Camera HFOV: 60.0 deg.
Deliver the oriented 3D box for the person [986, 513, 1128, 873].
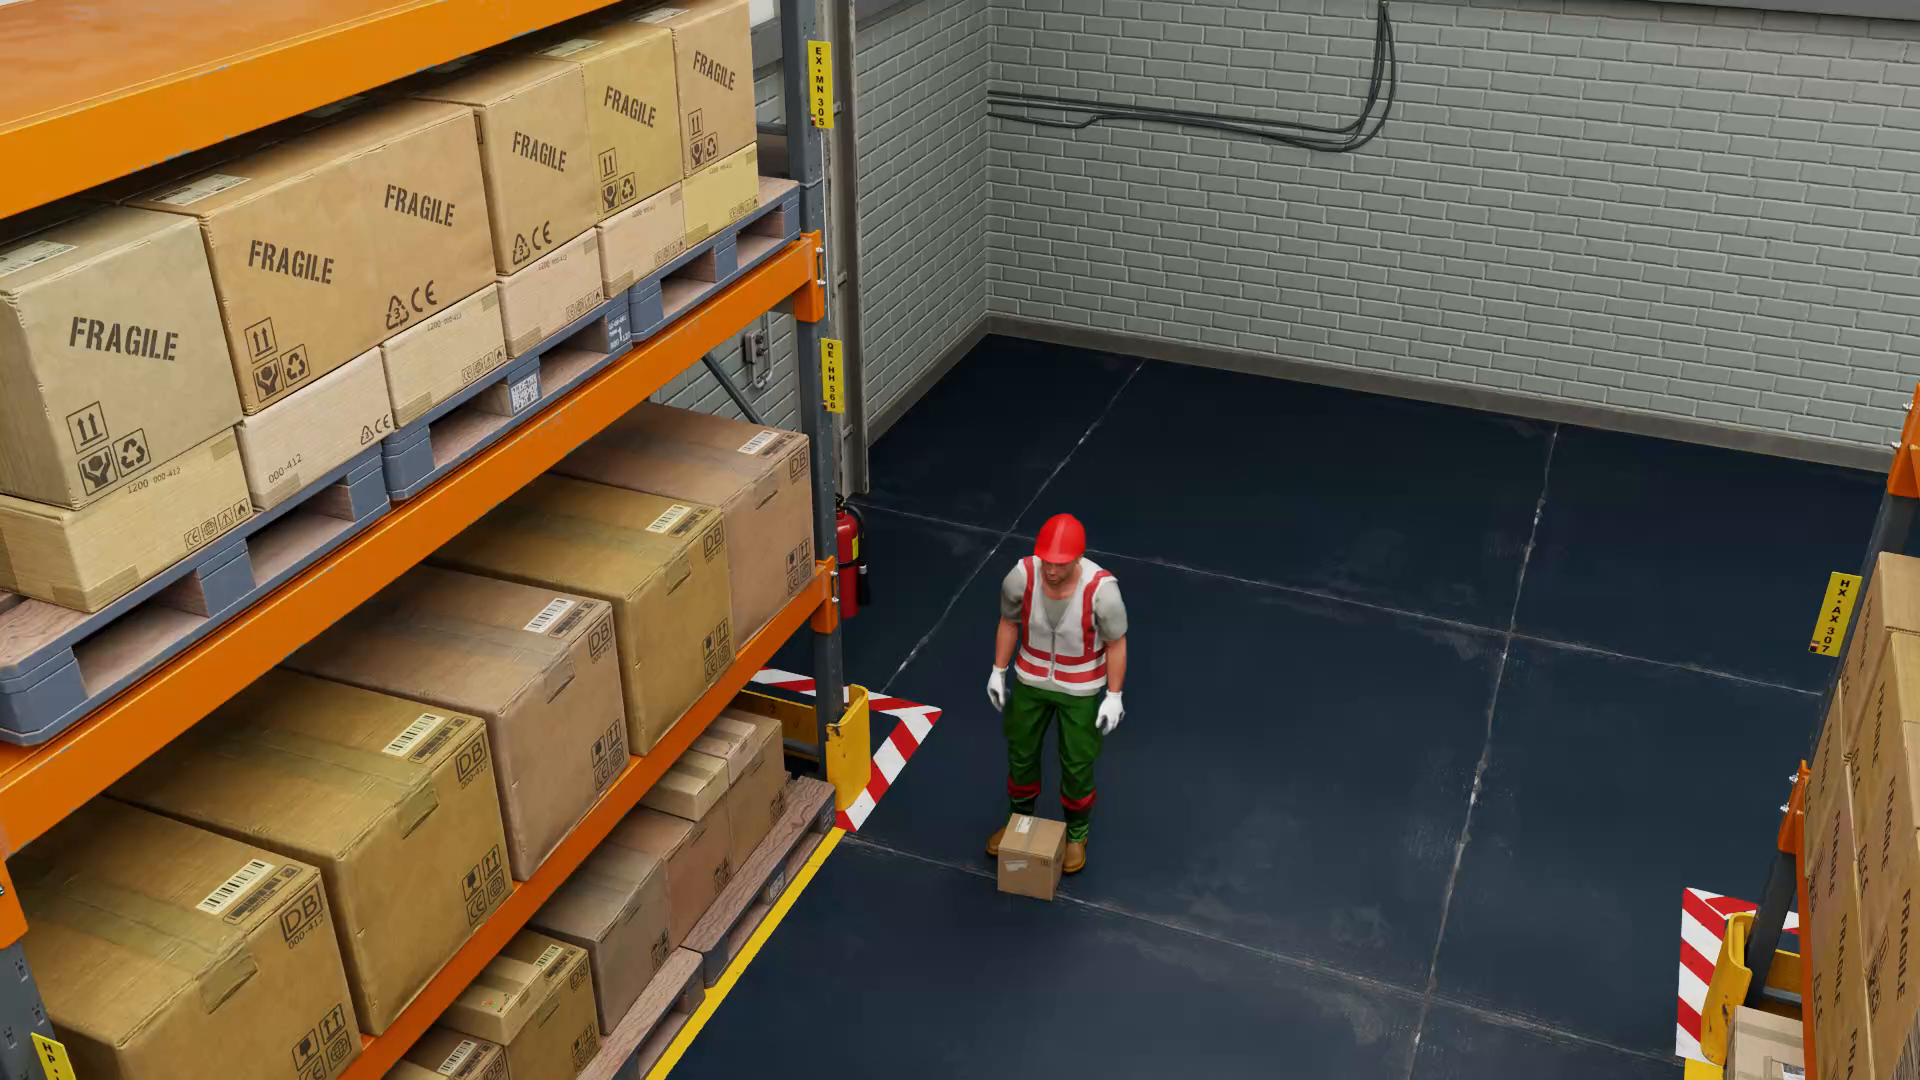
[{"bbox_3d":[0.416,0.650,7.232,0.617,1.778,0.456,11,31,18],"label":"person"}]
